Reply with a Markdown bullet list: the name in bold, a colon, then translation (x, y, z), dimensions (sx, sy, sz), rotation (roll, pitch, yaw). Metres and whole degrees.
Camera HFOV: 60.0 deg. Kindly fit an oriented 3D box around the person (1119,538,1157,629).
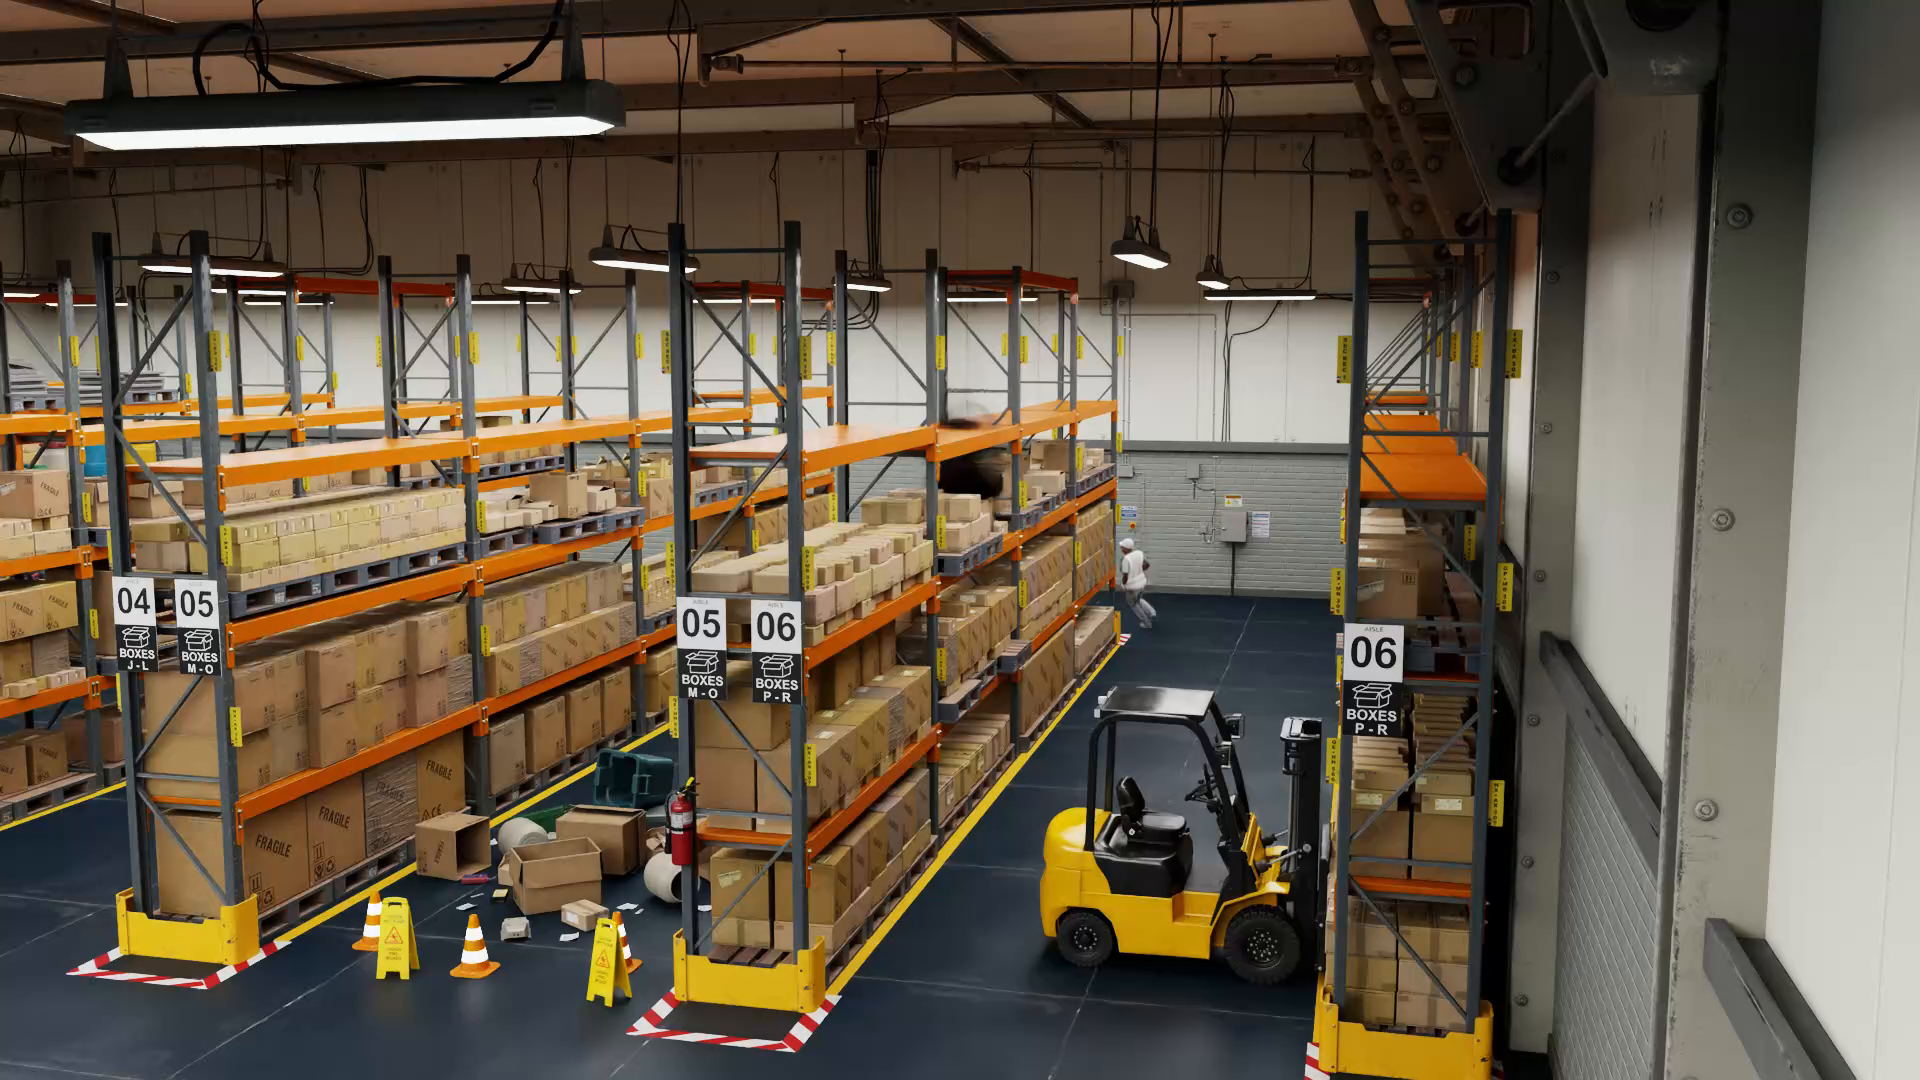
- **person**: translation (3.087, 0.771, 29.373), dimensions (0.814, 1.648, 0.534), rotation (-5, 9, -37)
